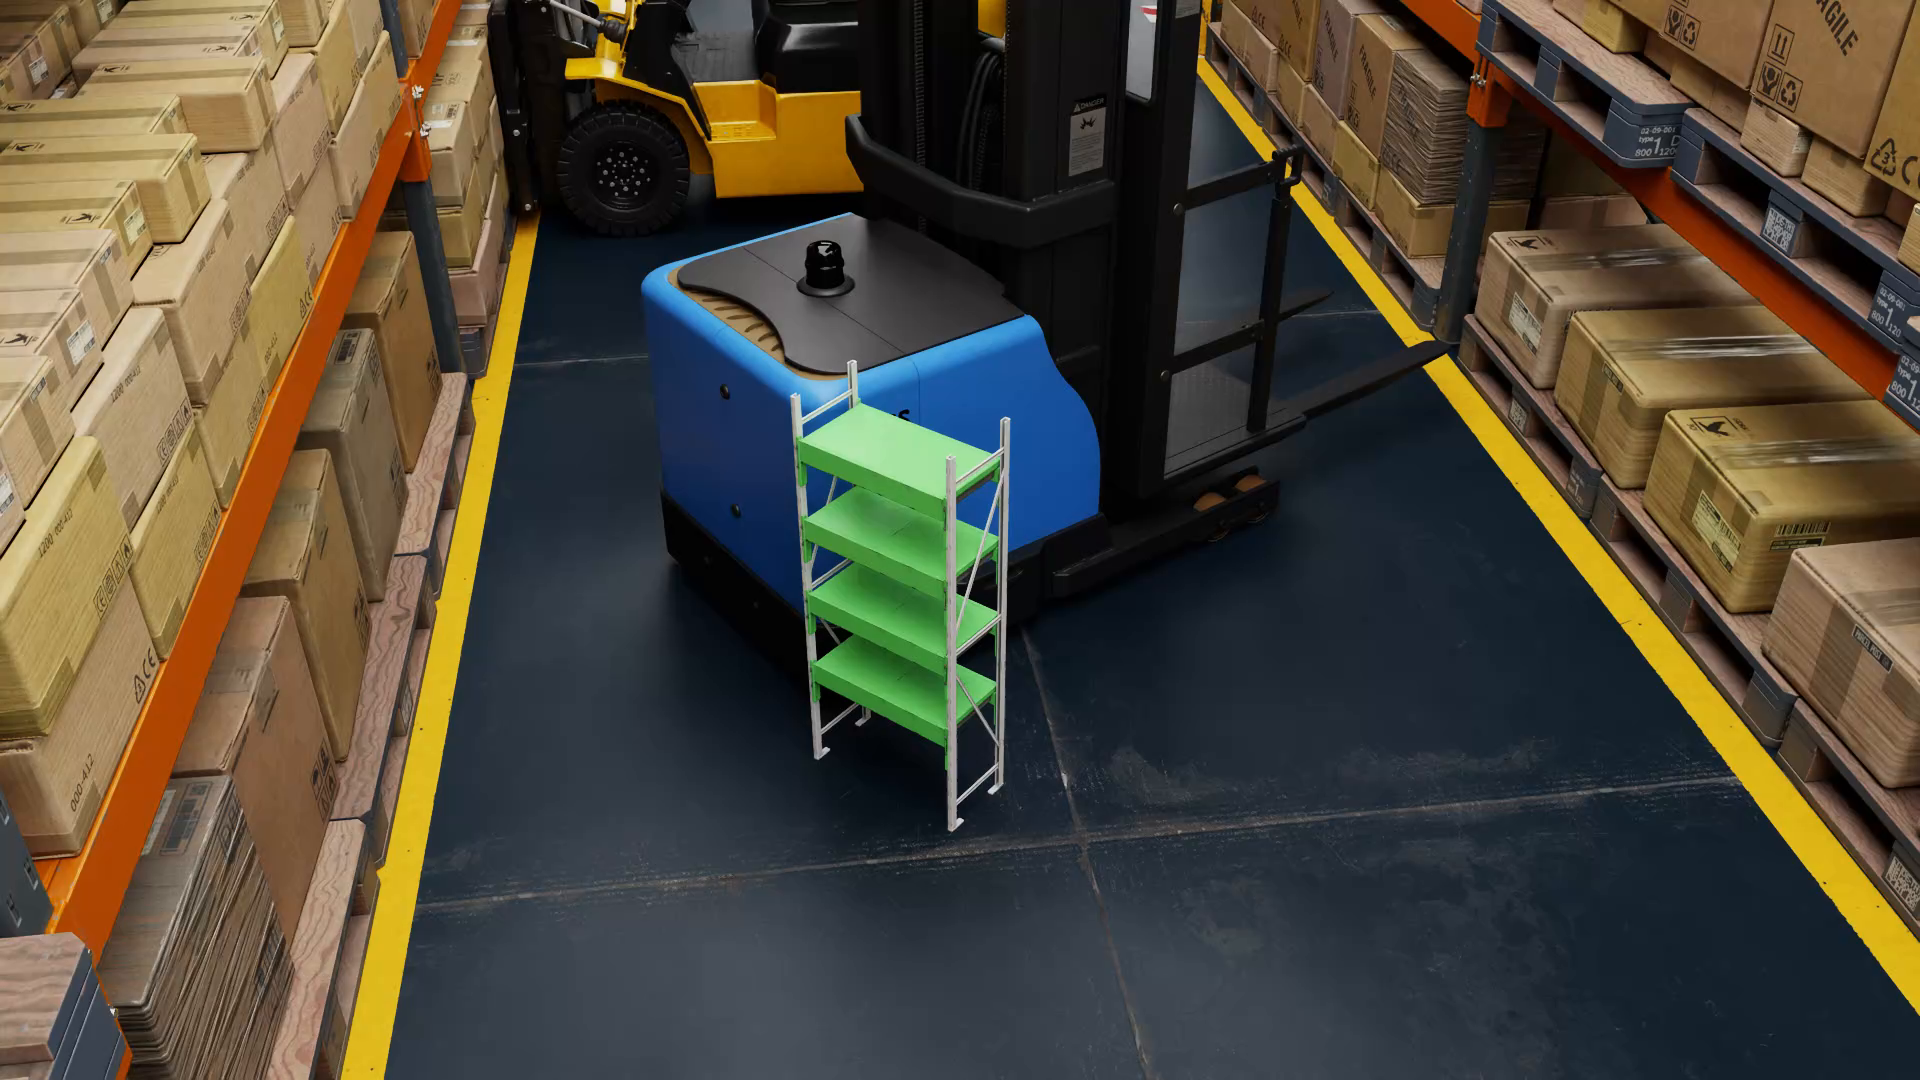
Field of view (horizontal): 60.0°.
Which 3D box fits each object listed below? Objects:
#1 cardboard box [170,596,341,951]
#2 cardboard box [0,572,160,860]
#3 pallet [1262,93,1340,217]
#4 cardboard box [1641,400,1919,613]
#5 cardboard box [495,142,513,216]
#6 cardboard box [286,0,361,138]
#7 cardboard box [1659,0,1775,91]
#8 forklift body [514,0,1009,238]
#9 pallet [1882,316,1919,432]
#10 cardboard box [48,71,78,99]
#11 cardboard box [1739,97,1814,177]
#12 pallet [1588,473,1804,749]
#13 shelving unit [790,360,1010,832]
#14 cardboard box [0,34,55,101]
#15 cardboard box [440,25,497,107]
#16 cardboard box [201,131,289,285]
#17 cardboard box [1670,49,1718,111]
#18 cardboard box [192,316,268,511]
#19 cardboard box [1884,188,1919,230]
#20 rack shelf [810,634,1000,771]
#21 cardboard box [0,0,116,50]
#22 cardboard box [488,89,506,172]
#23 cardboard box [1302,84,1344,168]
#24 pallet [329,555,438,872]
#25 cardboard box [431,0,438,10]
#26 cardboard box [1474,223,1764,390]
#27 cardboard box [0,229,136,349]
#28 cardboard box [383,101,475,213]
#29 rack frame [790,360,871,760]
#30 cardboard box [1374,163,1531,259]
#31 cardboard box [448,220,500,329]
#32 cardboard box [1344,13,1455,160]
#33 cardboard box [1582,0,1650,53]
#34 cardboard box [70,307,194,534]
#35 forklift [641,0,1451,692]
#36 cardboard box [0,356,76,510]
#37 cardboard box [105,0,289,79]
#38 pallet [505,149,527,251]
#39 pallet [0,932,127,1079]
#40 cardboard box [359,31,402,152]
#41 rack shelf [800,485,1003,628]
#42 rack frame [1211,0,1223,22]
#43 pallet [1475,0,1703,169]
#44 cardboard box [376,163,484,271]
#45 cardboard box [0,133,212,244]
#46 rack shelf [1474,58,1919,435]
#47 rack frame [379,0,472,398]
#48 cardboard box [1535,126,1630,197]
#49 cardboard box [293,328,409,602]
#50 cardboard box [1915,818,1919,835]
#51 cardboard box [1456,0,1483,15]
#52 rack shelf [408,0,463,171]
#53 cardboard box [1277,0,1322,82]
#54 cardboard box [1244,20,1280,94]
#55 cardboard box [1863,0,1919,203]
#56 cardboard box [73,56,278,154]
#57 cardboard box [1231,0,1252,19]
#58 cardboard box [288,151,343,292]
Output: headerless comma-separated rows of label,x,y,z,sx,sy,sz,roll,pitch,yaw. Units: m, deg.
cardboard box,-2.049,0.589,3.958,0.875,0.625,0.625,-3,34,-5
cardboard box,-1.701,0.290,2.794,0.500,0.250,0.500,-4,35,-6
pallet,2.204,-2.018,8.524,1.003,0.211,1.213,-4,35,-6
cardboard box,2.765,-0.122,5.226,0.950,0.372,0.625,-3,34,-5
cardboard box,-2.326,-1.638,7.558,0.500,0.250,0.500,-4,34,-6
cardboard box,-2.025,-1.341,4.744,0.500,0.250,0.500,-5,35,-8
cardboard box,2.397,-1.614,4.729,0.500,0.500,0.500,-5,35,-7
forklift body,-0.896,-2.699,7.801,2.313,2.155,1.214,-4,35,-6
pallet,2.834,-0.194,3.541,1.213,0.211,1.003,-4,35,-6
cardboard box,-2.491,-1.011,4.260,0.500,0.250,0.500,-5,35,-8
cardboard box,2.406,-1.124,4.586,0.380,0.149,0.250,-3,34,-5
pallet,2.771,0.153,5.338,1.003,0.211,1.213,-4,35,-6
shelving unit,-0.150,0.169,4.437,0.503,1.200,0.258,23,41,30
cardboard box,-2.467,-1.119,4.064,0.380,0.149,0.250,-5,35,-7
cardboard box,-2.312,-2.045,7.268,0.500,0.250,0.500,-3,34,-5
cardboard box,-1.913,-0.772,3.909,0.500,0.250,0.500,-4,34,-6
cardboard box,2.390,-1.414,5.012,0.380,0.149,0.250,-4,34,-6
cardboard box,-1.840,-0.278,3.627,0.500,0.250,0.500,-5,35,-8
cardboard box,2.586,-0.843,4.174,0.380,0.149,0.250,-4,34,-6
rack shelf,-0.150,0.420,4.608,0.480,0.148,0.258,23,41,30
cardboard box,-2.514,-1.401,4.477,0.380,0.149,0.250,-5,35,-7
cardboard box,-2.306,-1.837,7.407,0.500,0.250,0.500,-5,35,-7
cardboard box,2.006,-2.043,8.153,0.500,0.250,0.500,-4,34,-6
pallet,-2.116,0.505,4.821,1.003,0.211,1.213,-4,35,-6
cardboard box,-2.308,-2.336,6.425,0.500,0.500,0.500,-4,34,-6
cardboard box,2.570,-0.911,6.384,0.950,0.372,0.625,-4,34,-6
cardboard box,-1.779,-0.450,3.083,0.380,0.149,0.250,-4,34,-6
cardboard box,-2.175,-1.482,6.442,0.500,0.250,0.500,-5,35,-7
rack frame,-0.345,0.086,4.558,0.015,1.200,0.240,23,41,30
cardboard box,2.151,-1.463,7.301,0.500,0.250,0.500,-3,34,-4
cardboard box,-2.158,-1.070,6.725,0.500,0.250,0.500,-4,34,-6
cardboard box,2.081,-2.056,7.507,0.500,0.500,0.500,-4,34,-6
cardboard box,2.283,-1.713,5.450,0.380,0.149,0.250,-4,34,-5
cardboard box,-1.767,-0.196,3.063,0.500,0.250,0.500,-3,34,-5
forklift,0.499,-1.421,5.233,3.031,2.935,1.130,-23,40,-30
cardboard box,-1.671,-0.164,2.662,0.380,0.149,0.250,-4,34,-5
cardboard box,-1.982,-1.302,4.333,0.380,0.149,0.250,-5,35,-8
pallet,-2.654,-1.715,8.079,1.003,0.211,1.213,-4,35,-6
pallet,-1.722,0.947,1.868,1.213,0.211,1.003,-4,35,-6
cardboard box,-2.094,-1.414,5.295,0.500,0.250,0.500,-4,34,-5
rack shelf,-0.150,0.023,4.338,0.480,0.148,0.258,23,41,30
rack frame,1.959,-4.348,9.466,1.000,3.000,0.127,-4,35,-6
pallet,2.456,-1.599,5.603,1.003,0.211,1.213,-4,35,-6
cardboard box,-2.180,-1.275,6.582,0.500,0.250,0.500,-5,35,-7
cardboard box,-1.818,-0.735,3.500,0.380,0.149,0.250,-4,34,-5
rack shelf,2.766,-0.702,4.756,1.077,0.370,4.000,-4,35,-6
rack frame,-2.421,-1.738,5.636,1.000,3.000,0.127,-4,35,-6
cardboard box,2.685,-1.813,7.149,0.500,0.500,0.500,-3,34,-4
cardboard box,-2.243,-0.206,5.125,0.875,0.625,0.625,-5,35,-7
cardboard box,2.969,0.713,4.001,0.950,0.372,0.625,-7,35,-10
cardboard box,2.152,-2.168,6.491,0.380,0.149,0.250,-5,35,-7
rack shelf,-2.690,-2.557,7.477,1.077,0.370,4.000,-4,35,-6
cardboard box,1.931,-2.639,8.361,0.500,0.500,0.500,-4,34,-5
cardboard box,1.855,-2.629,9.012,0.500,0.250,0.500,-3,34,-5
cardboard box,2.549,-1.023,3.862,0.500,0.500,0.500,-7,35,-10
cardboard box,-1.841,-1.020,3.919,0.380,0.149,0.250,-5,35,-8
cardboard box,1.797,-3.211,9.201,0.500,0.500,0.500,-5,35,-8
cardboard box,-1.984,-0.855,4.474,0.500,0.250,0.500,-4,34,-6
